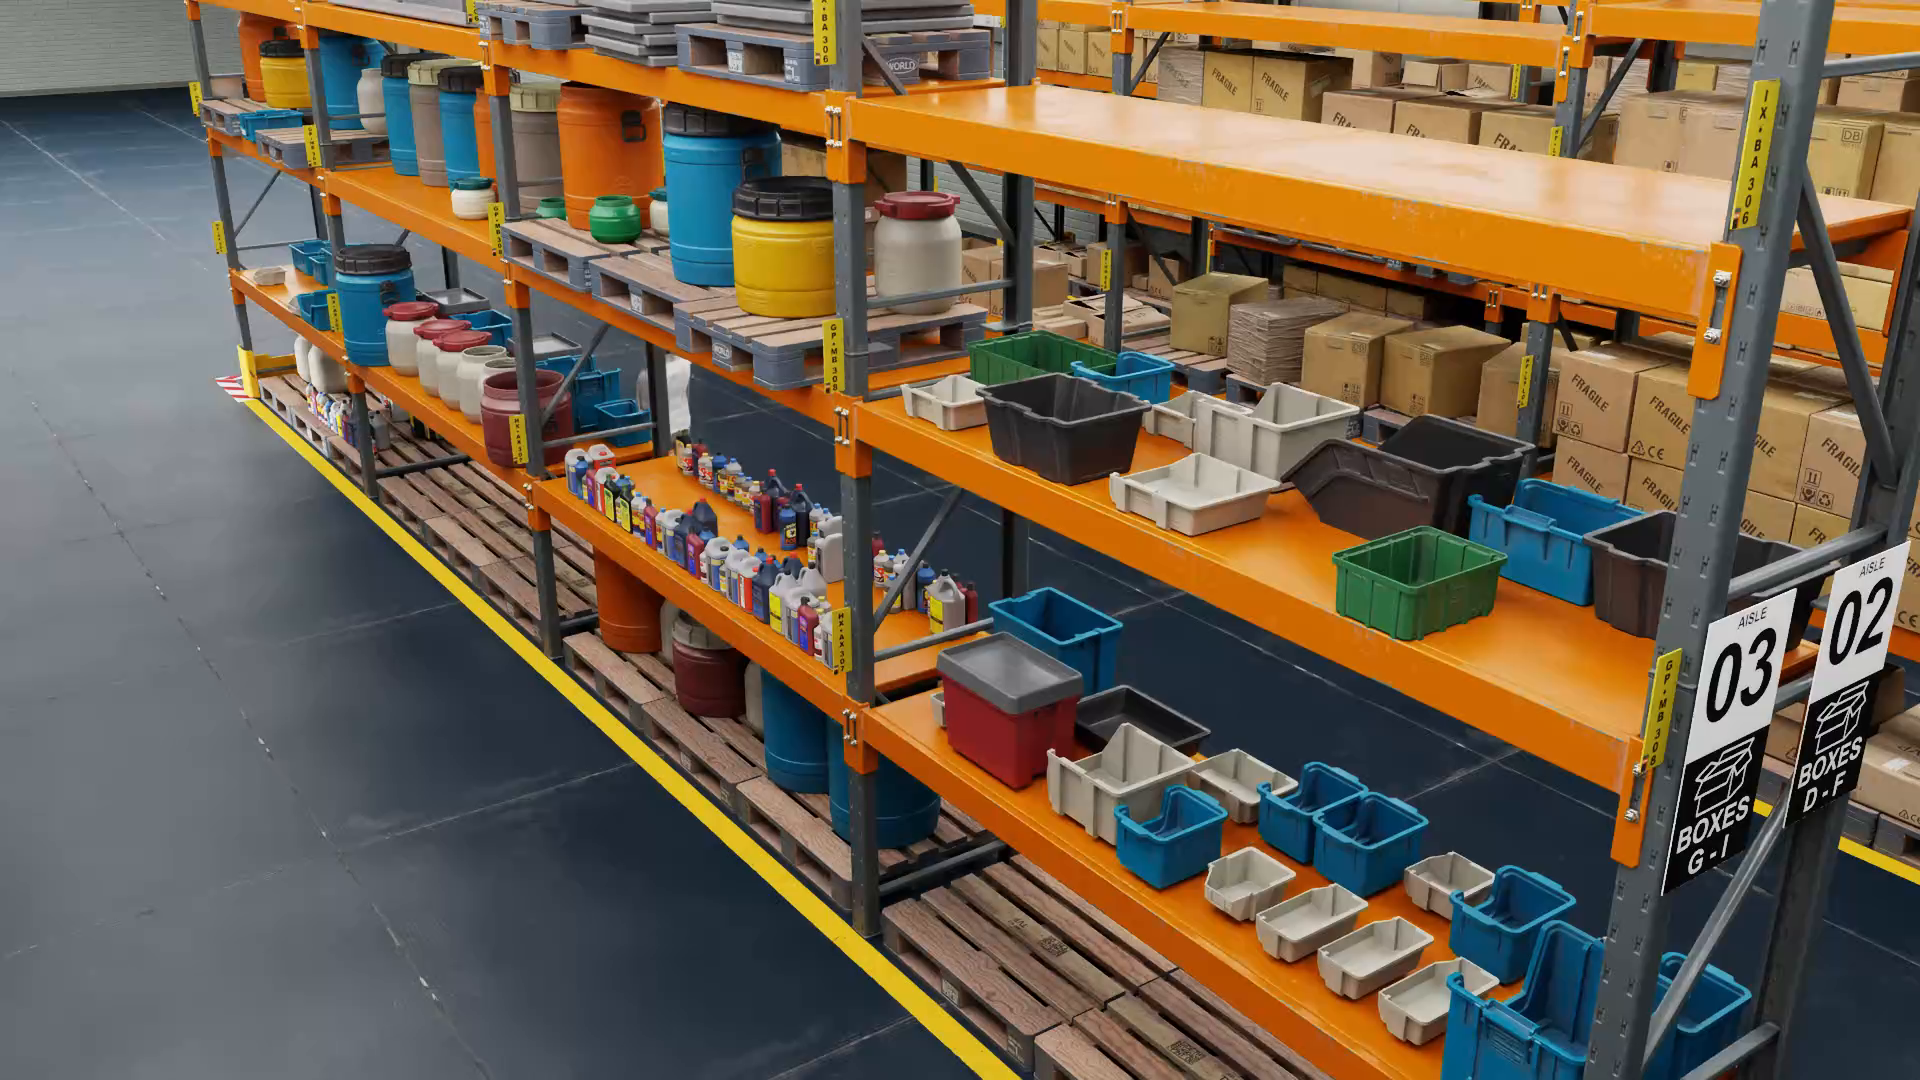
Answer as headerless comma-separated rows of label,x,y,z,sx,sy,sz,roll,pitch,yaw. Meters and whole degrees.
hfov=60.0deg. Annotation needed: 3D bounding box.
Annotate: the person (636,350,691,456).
person,-2.383,-0.865,13.275,0.488,1.814,0.536,19,28,39
